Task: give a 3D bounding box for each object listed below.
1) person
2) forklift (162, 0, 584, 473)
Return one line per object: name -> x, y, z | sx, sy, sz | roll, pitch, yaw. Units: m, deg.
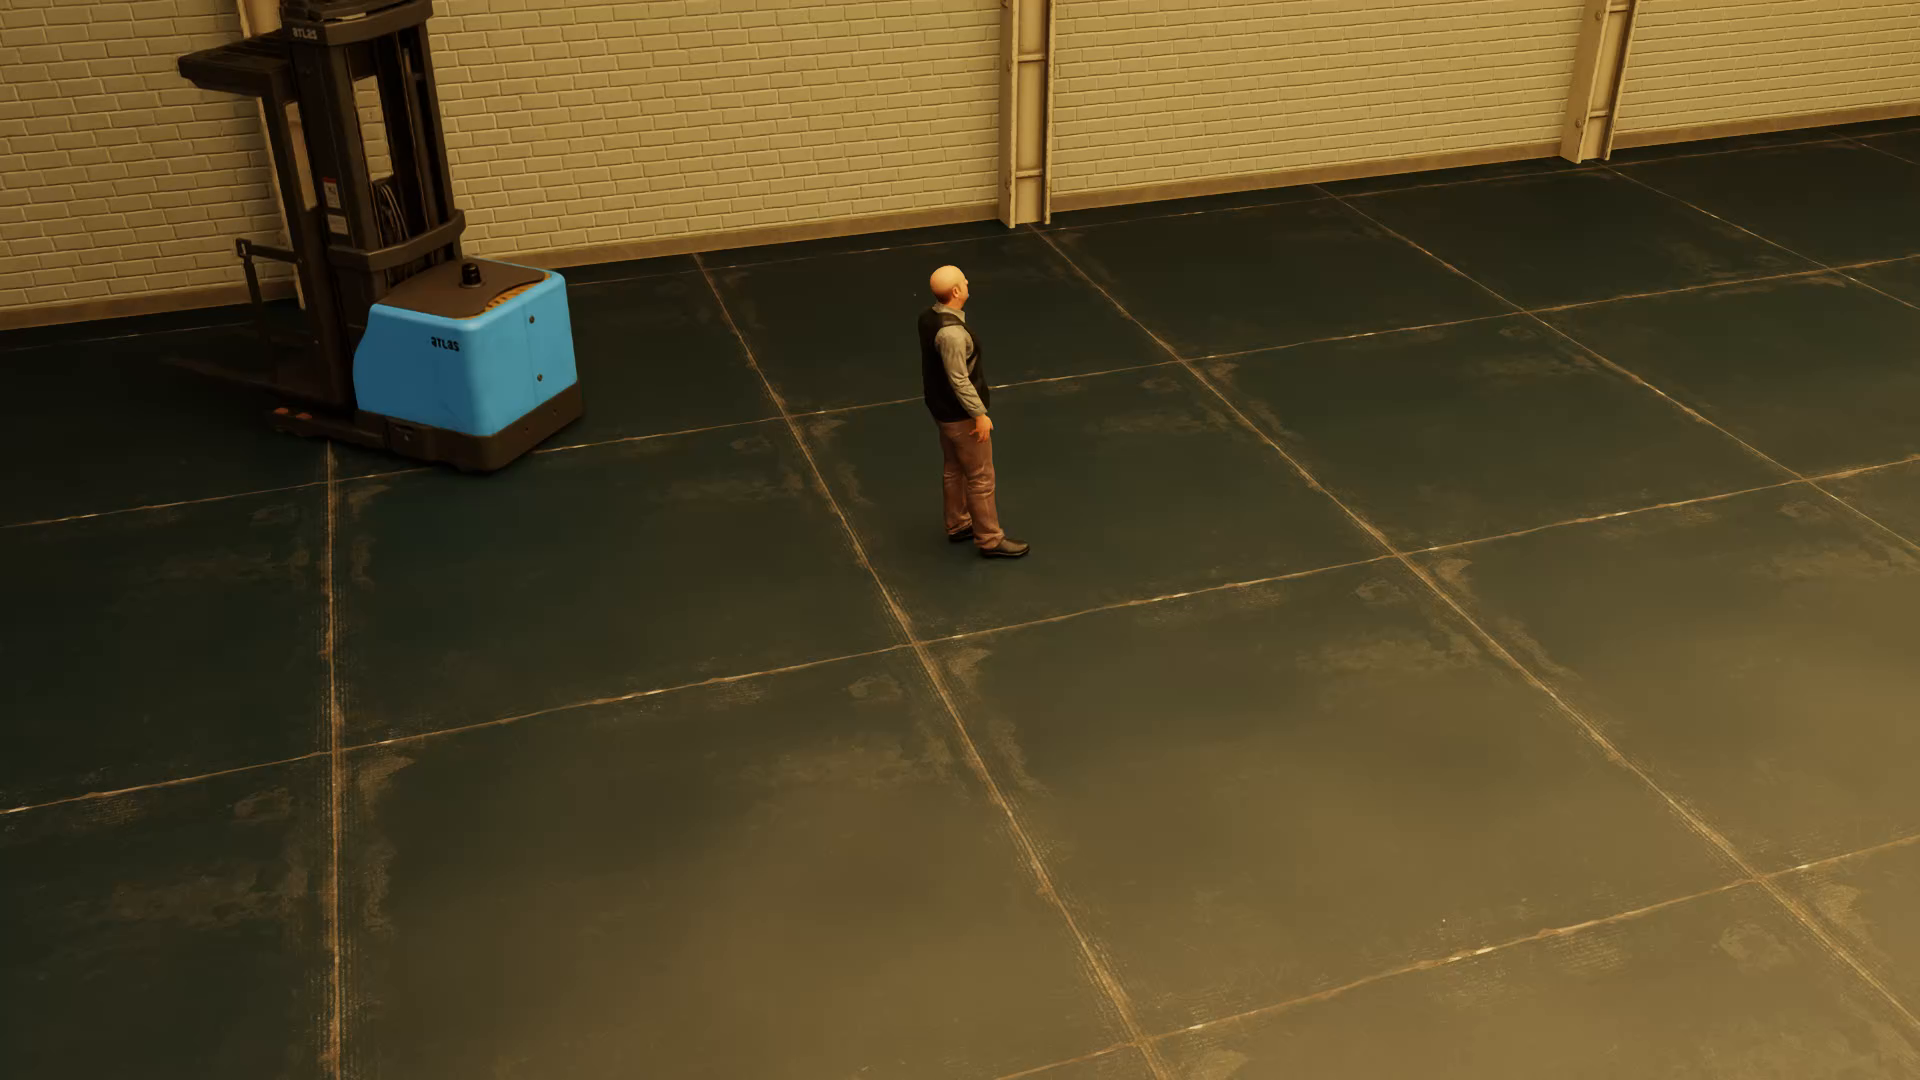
person -> 0.062, -0.759, 9.604 | 0.566, 1.722, 0.634 | -10, 31, -16
forklift -> -4.142, -2.185, 10.884 | 3.031, 2.935, 1.130 | 13, 32, 21
